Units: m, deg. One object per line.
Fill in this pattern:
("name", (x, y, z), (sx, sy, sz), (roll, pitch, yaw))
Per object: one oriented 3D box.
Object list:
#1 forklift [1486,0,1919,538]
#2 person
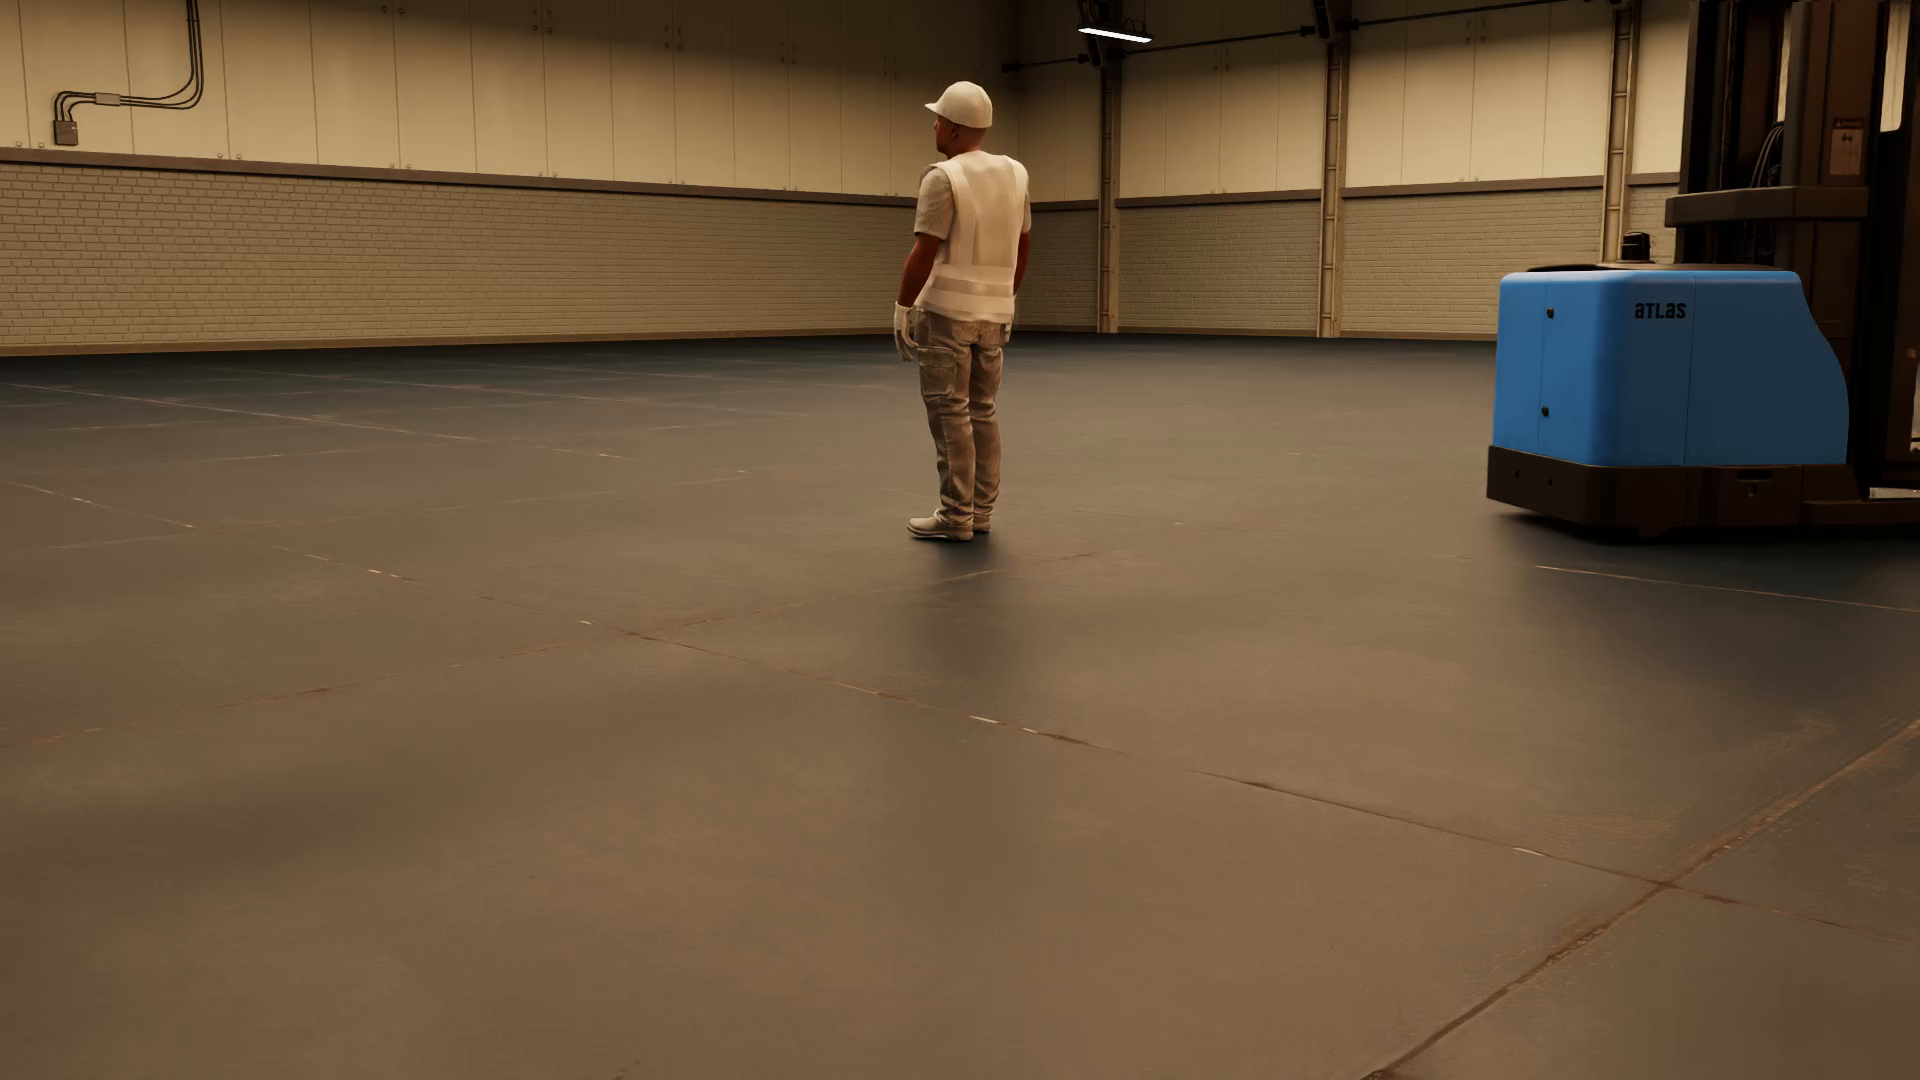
("forklift", (3.928, -1.530, 7.037), (3.031, 2.935, 1.130), (-1, 9, -7))
("person", (-0.047, -0.897, 6.639), (0.575, 1.784, 0.656), (8, 12, 43))
